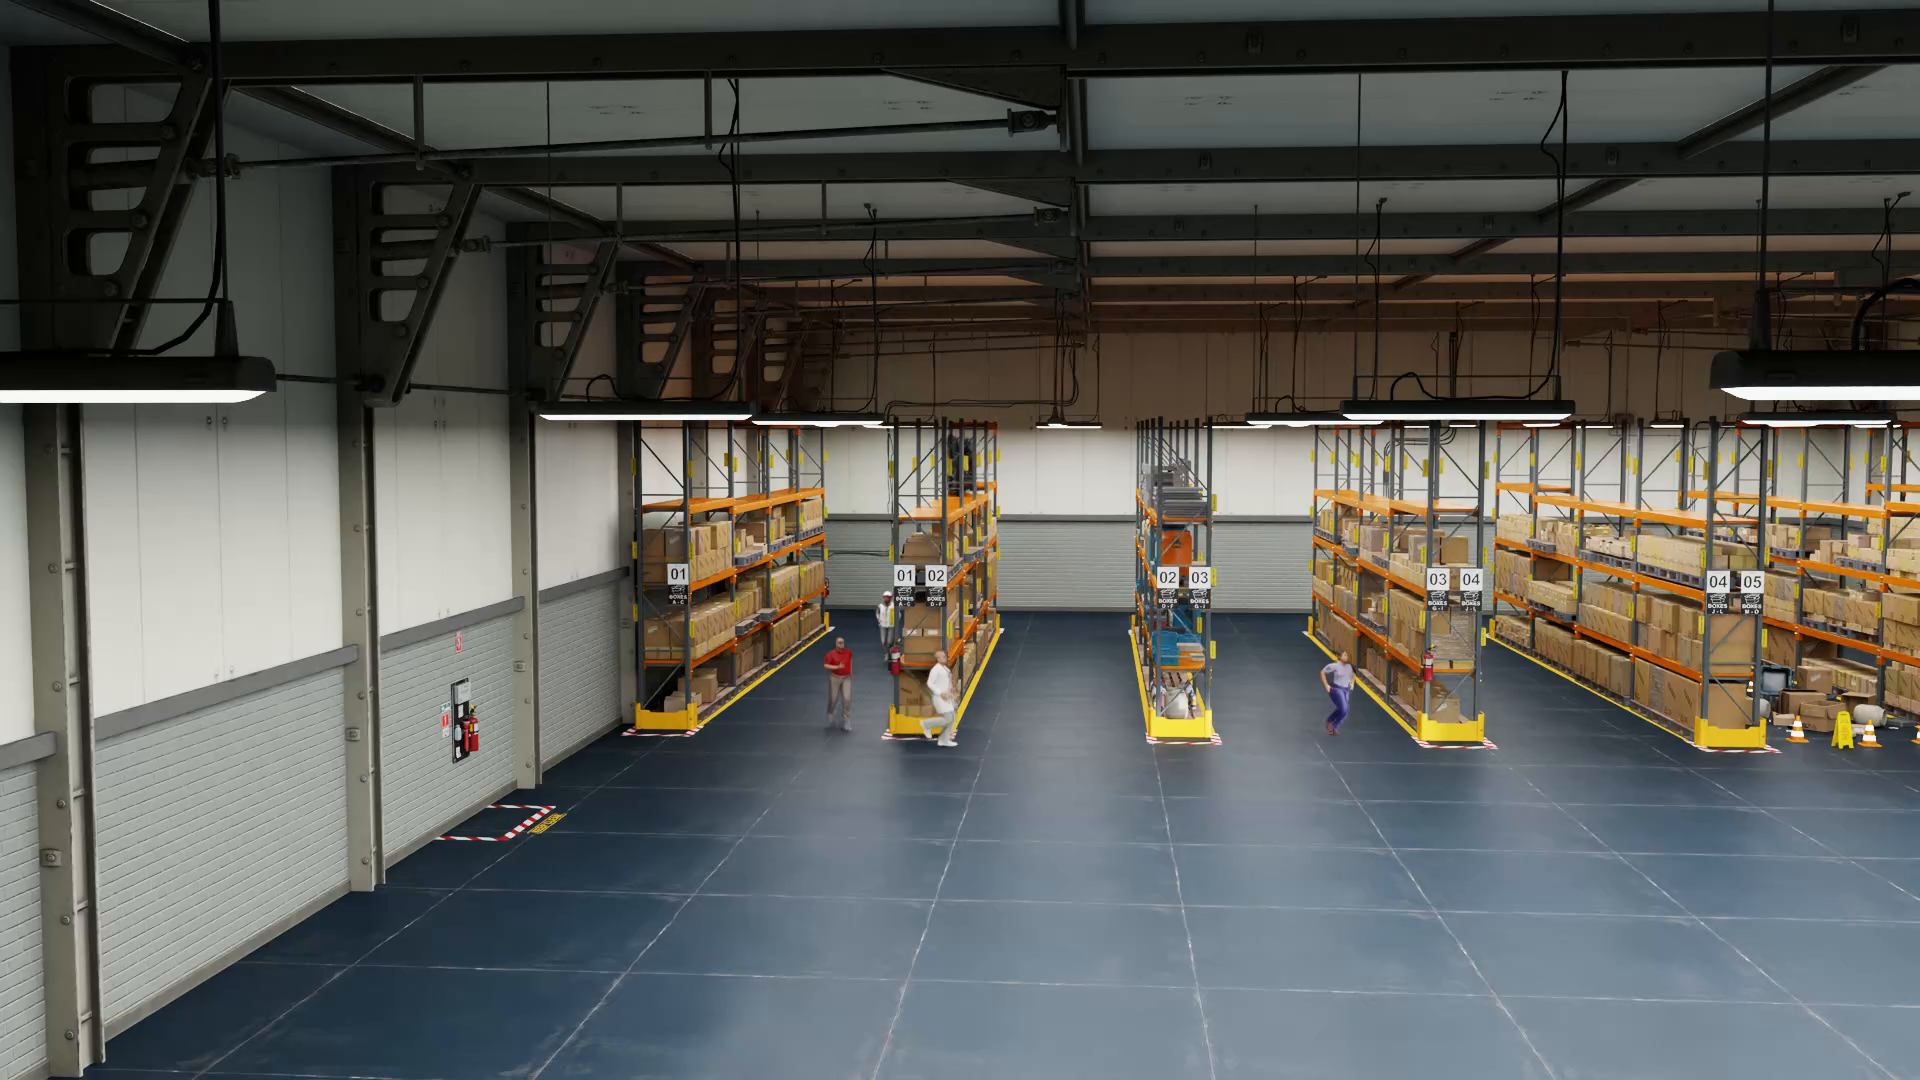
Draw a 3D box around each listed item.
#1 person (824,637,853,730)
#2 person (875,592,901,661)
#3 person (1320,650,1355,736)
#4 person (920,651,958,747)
[{"bbox_3d":[-2.339,2.739,32.148,0.650,1.747,0.939,-2,4,-22],"label":"person"},{"bbox_3d":[-1.812,2.152,41.621,0.661,1.731,0.585,1,4,9],"label":"person"},{"bbox_3d":[7.201,2.889,31.344,0.641,1.599,0.555,-2,4,-30],"label":"person"},{"bbox_3d":[-0.374,2.887,30.262,0.679,1.734,0.708,1,4,18],"label":"person"}]
